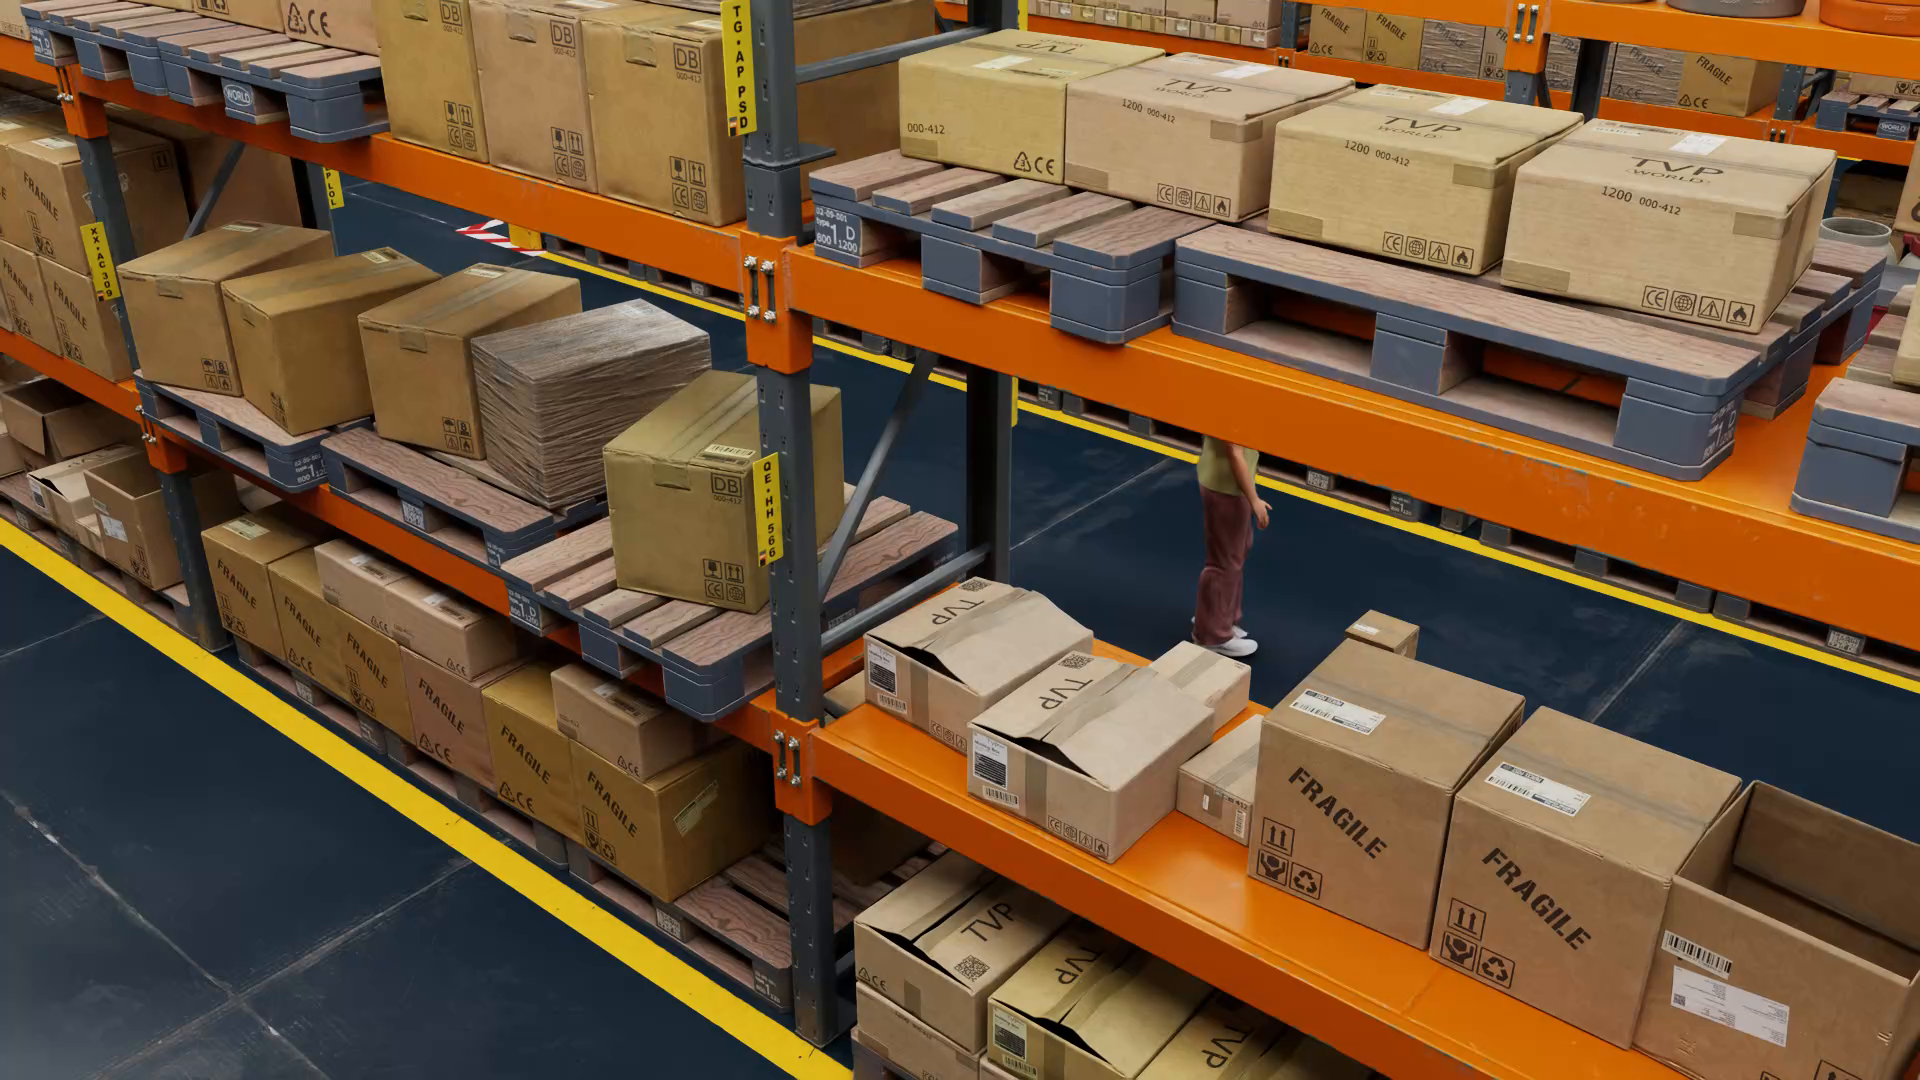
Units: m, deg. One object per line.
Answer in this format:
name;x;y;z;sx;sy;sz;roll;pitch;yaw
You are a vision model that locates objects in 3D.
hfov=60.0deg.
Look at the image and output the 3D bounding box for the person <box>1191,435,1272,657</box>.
person;1.231;-0.211;7.577;0.400;1.751;0.495;0;27;0
